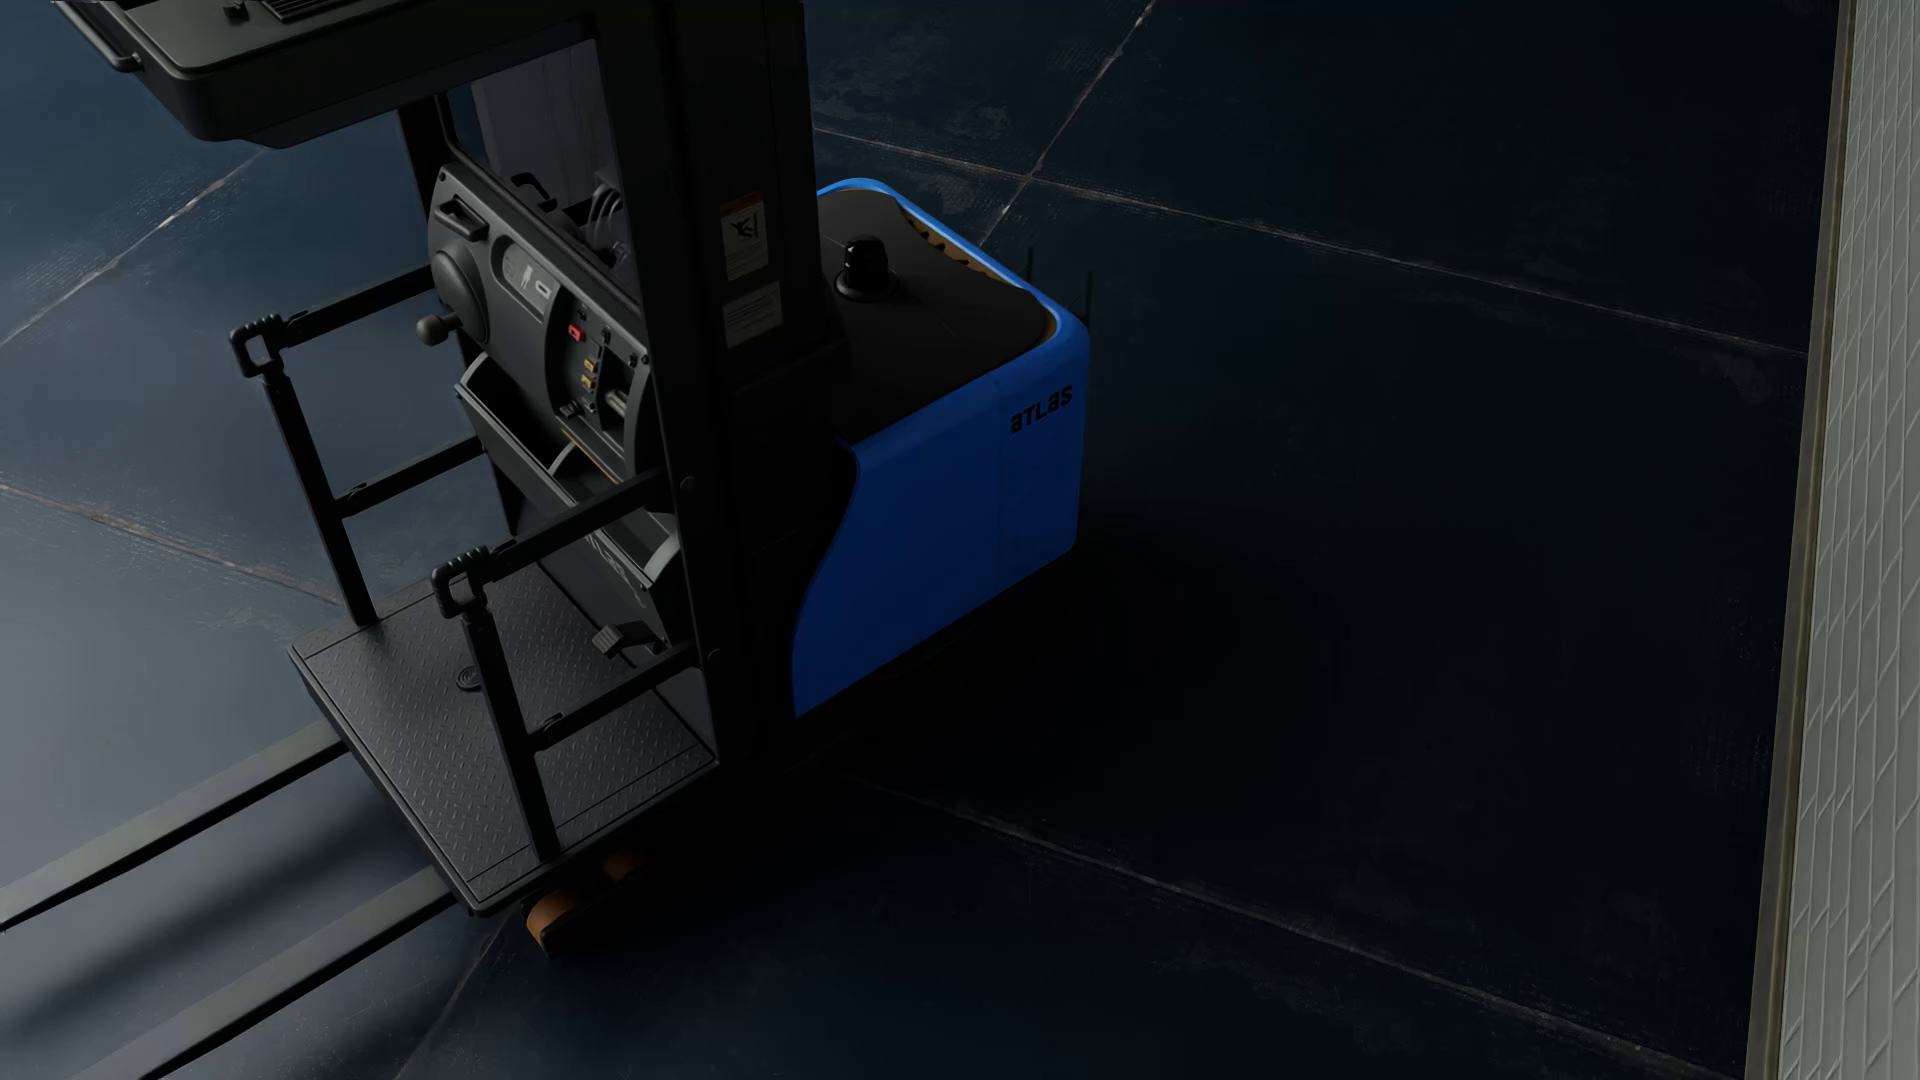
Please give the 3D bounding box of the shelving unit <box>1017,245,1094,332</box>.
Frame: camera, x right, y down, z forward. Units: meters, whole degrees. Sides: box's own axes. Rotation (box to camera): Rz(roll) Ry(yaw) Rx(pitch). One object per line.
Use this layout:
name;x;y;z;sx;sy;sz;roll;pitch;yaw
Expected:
shelving unit;0.228;-0.430;5.044;0.210;0.900;0.258;25;50;23

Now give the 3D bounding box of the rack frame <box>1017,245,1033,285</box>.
rack frame;0.144;-0.470;5.084;0.006;0.900;0.240;25;50;23

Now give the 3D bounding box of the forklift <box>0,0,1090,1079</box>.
forklift;-1.103;-0.424;3.598;3.031;2.935;1.130;-30;52;-27

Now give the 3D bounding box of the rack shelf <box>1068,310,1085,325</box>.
rack shelf;0.228;-0.598;4.877;0.200;0.077;0.258;25;50;23

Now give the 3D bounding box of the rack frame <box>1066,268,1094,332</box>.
rack frame;0.313;-0.390;5.004;0.006;0.900;0.240;25;50;23
